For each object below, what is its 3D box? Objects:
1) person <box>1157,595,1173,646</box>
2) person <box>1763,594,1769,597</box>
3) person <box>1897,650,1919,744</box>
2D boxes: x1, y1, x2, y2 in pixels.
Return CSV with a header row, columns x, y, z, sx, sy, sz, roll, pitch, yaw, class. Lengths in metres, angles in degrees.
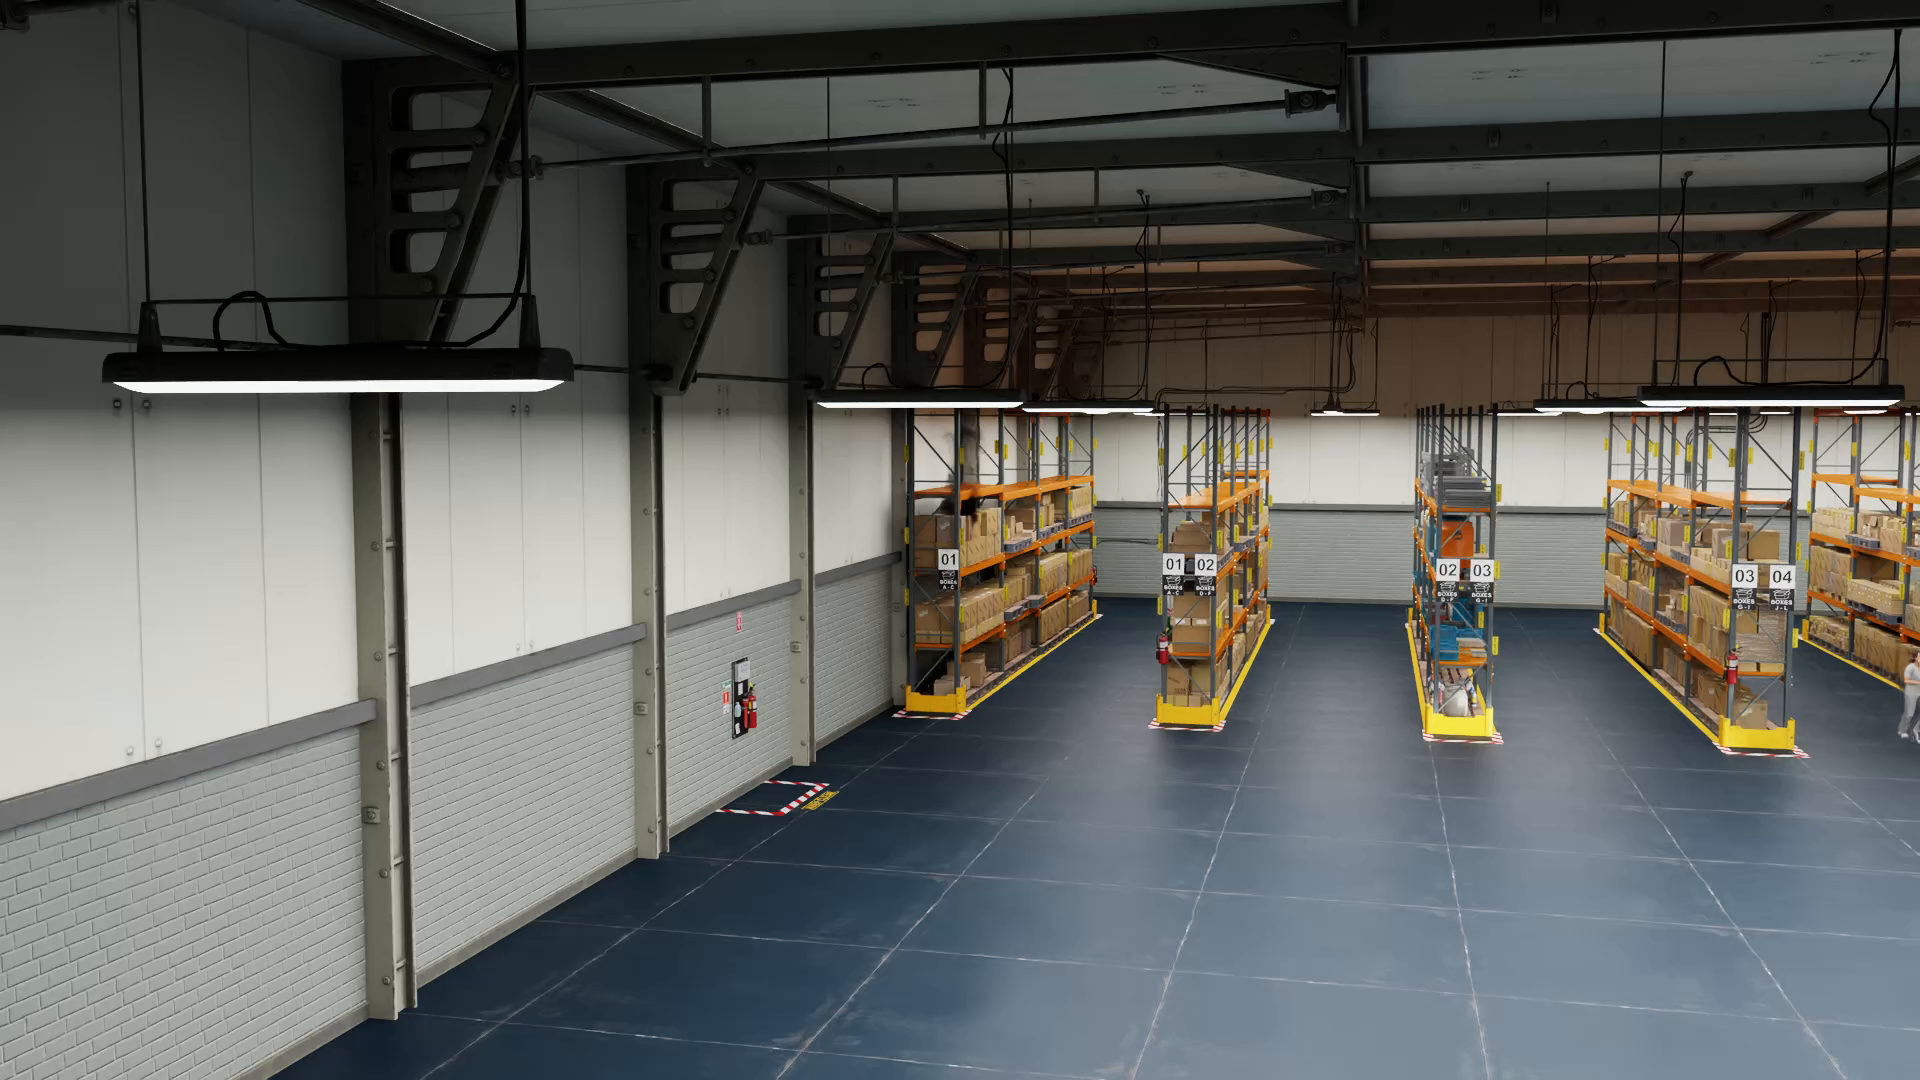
x,y,z,sx,sy,sz,roll,pitch,yaw,class
5.132,1.896,40.414,0.667,1.786,0.956,1,4,12,person
19.977,1.869,41.303,0.673,1.786,0.814,0,4,6,person
16.884,2.759,29.390,0.590,1.642,0.803,-1,4,-9,person
